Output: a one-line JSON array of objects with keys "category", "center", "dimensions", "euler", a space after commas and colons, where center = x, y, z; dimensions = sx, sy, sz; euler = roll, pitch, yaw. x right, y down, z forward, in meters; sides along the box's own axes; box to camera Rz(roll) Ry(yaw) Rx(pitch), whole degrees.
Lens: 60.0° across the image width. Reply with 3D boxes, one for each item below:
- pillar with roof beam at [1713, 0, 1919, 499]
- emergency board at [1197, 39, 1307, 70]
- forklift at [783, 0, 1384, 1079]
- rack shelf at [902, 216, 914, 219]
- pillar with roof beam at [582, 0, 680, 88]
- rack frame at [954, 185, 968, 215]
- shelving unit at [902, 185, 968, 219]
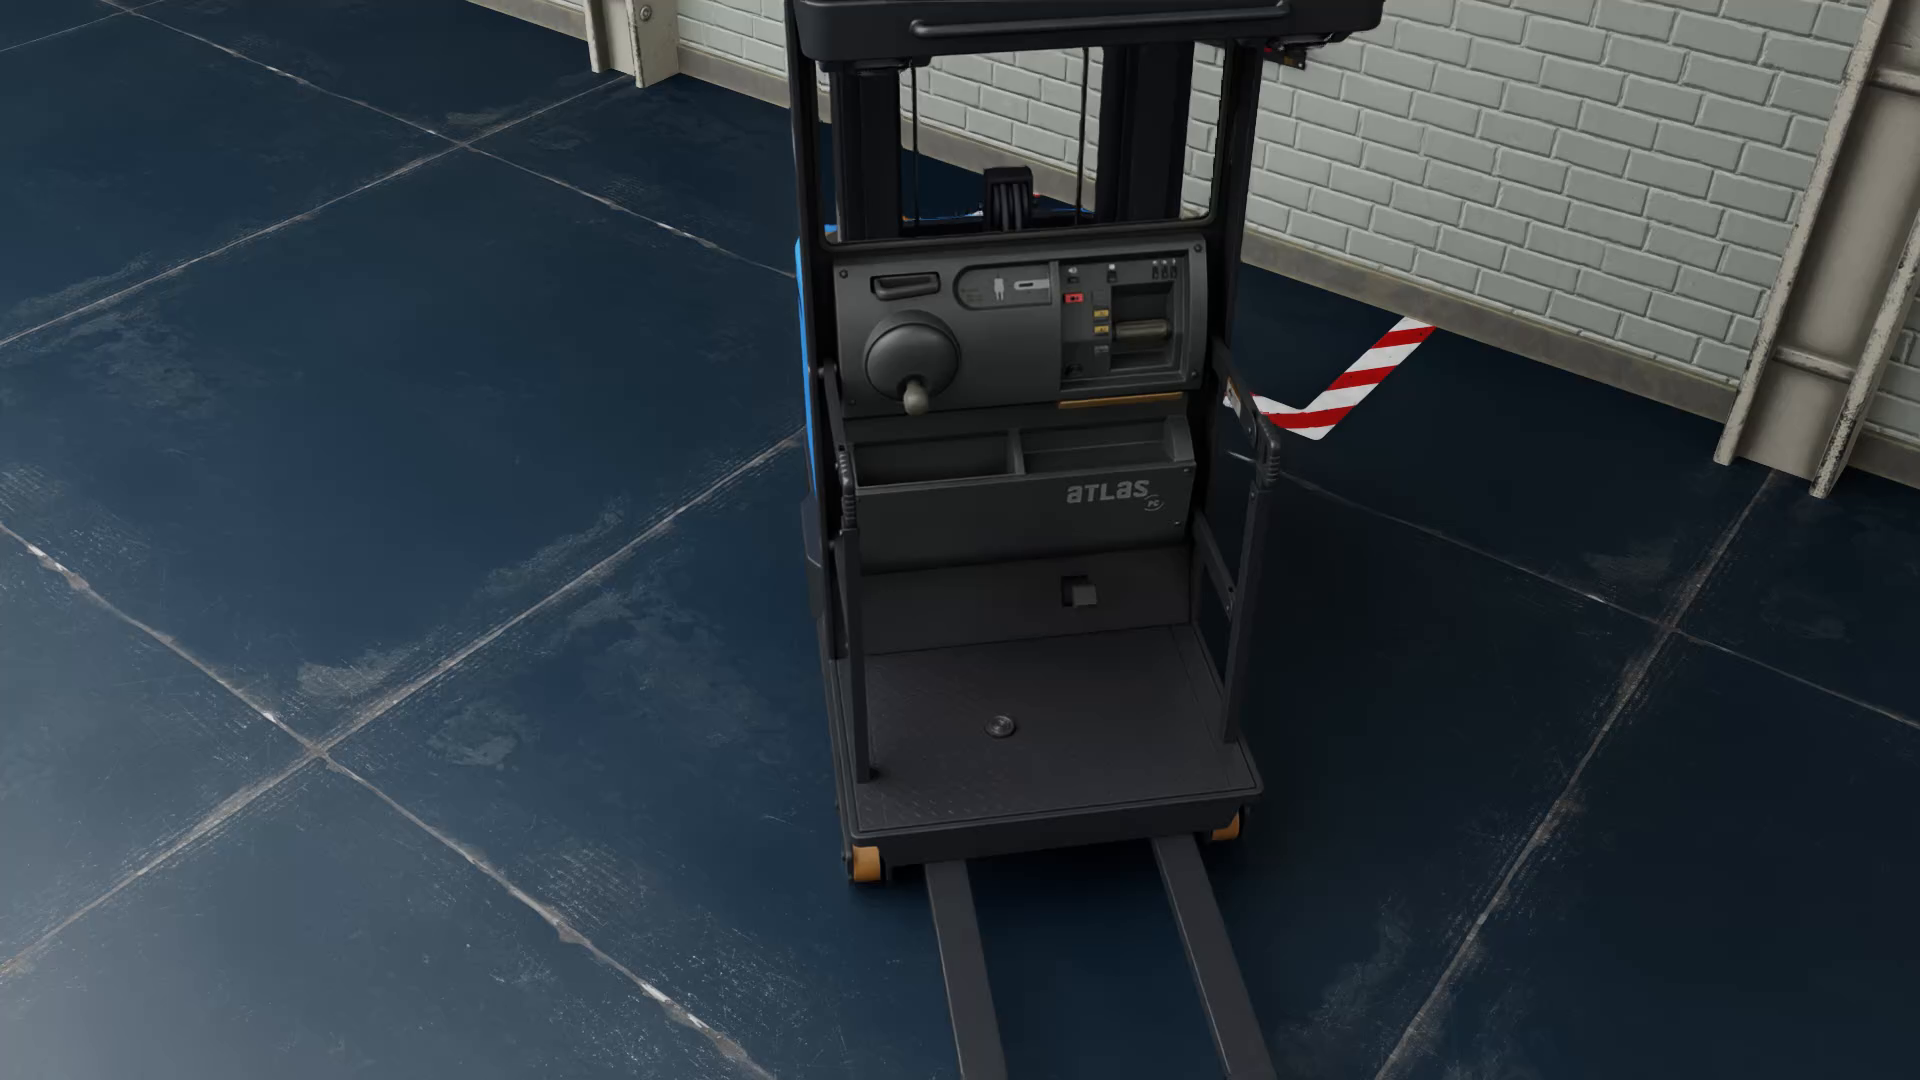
[{"category": "pillar with roof beam", "center": [0.407, -1.729, 0.658], "dimensions": [0.400, 9.000, 9.100], "euler": [25, 45, 29]}, {"category": "emergency board", "center": [1.083, -2.419, 6.406], "dimensions": [0.643, 1.169, 0.194], "euler": [25, 45, 29]}, {"category": "forklift", "center": [0.191, -0.457, 3.956], "dimensions": [1.130, 2.935, 3.031], "euler": [-5, 38, -7]}, {"category": "rack shelf", "center": [-0.116, -0.946, 5.664], "dimensions": [0.240, 0.259, 0.215], "euler": [7, 39, 9]}, {"category": "pillar with roof beam", "center": [-4.359, -3.976, 3.529], "dimensions": [0.400, 9.000, 9.100], "euler": [25, 45, 29]}, {"category": "rack frame", "center": [0.003, -0.716, 5.813], "dimensions": [0.008, 1.050, 0.200], "euler": [7, 39, 9]}, {"category": "shelving unit", "center": [-0.116, -0.731, 5.832], "dimensions": [0.252, 1.050, 0.215], "euler": [7, 39, 9]}]
